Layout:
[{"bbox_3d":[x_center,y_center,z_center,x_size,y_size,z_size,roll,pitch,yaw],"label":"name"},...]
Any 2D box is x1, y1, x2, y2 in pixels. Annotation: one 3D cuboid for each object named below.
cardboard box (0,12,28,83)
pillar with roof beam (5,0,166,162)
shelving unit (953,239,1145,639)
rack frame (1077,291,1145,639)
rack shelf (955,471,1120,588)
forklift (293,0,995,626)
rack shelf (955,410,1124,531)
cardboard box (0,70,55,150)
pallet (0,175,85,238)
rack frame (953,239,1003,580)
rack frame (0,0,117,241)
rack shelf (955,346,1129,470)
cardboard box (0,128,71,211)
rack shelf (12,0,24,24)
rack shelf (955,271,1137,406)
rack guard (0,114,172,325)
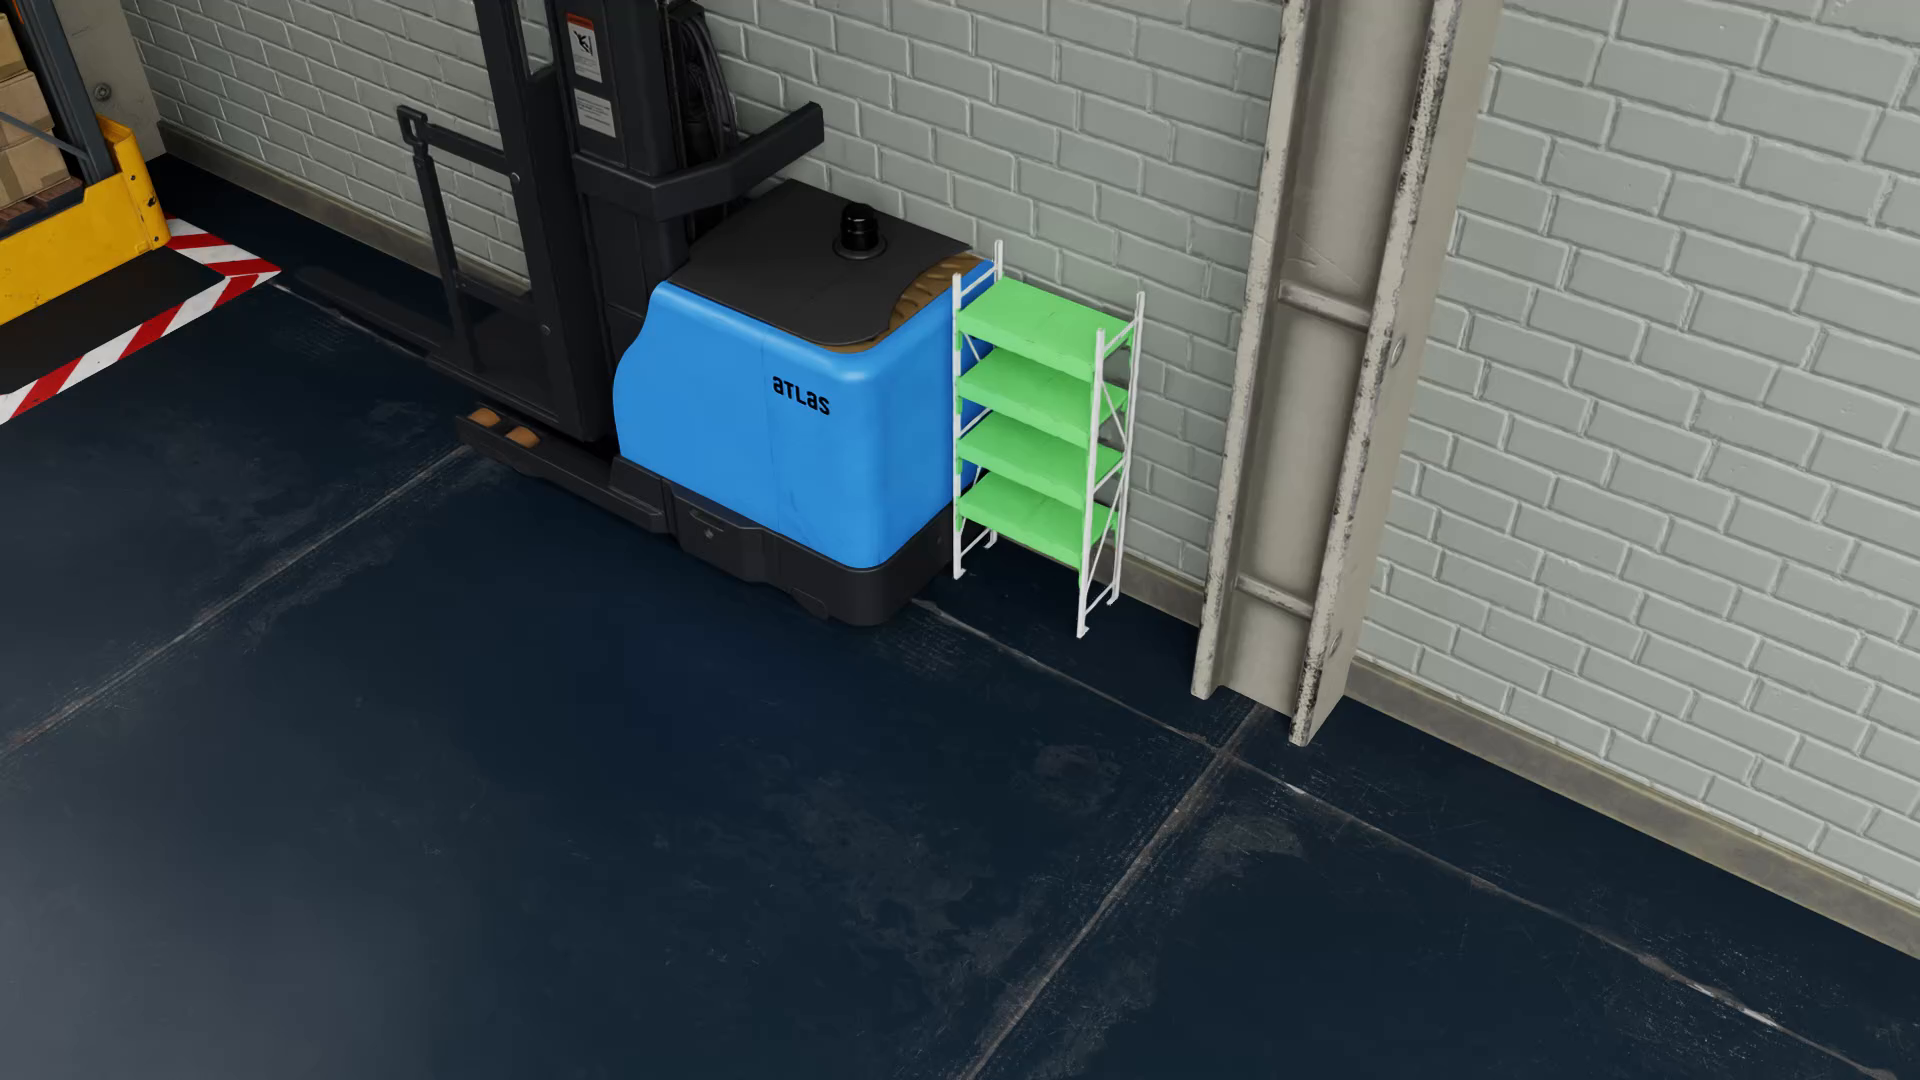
[{"bbox_3d":[-4.174,-1.977,6.708,0.500,0.250,0.500,24,47,25],"label":"cardboard box"},{"bbox_3d":[-6.414,-2.830,2.164,0.400,9.000,9.100,25,48,25],"label":"pillar with roof beam"},{"bbox_3d":[0.253,-0.288,5.172,0.503,1.200,0.258,25,47,25],"label":"shelving unit"},{"bbox_3d":[0.454,-0.195,5.068,0.015,1.200,0.240,25,47,25],"label":"rack frame"},{"bbox_3d":[0.253,-0.061,5.375,0.480,0.148,0.258,25,47,25],"label":"rack shelf"},{"bbox_3d":[-1.222,-1.597,5.337,3.031,2.935,1.130,25,47,25],"label":"forklift"},{"bbox_3d":[0.253,-0.240,5.215,0.480,0.148,0.258,25,47,25],"label":"rack shelf"},{"bbox_3d":[-4.155,-1.797,6.881,0.500,0.250,0.500,26,48,26],"label":"cardboard box"},{"bbox_3d":[-4.540,-1.416,7.174,1.213,0.211,1.003,25,48,25],"label":"pallet"},{"bbox_3d":[0.053,-0.381,5.276,0.015,1.200,0.240,25,47,25],"label":"rack frame"},{"bbox_3d":[-3.889,-2.186,5.943,0.127,3.000,1.000,25,48,25],"label":"rack frame"},{"bbox_3d":[0.253,-0.419,5.055,0.480,0.148,0.258,25,47,25],"label":"rack shelf"},{"bbox_3d":[-4.179,-1.612,7.049,0.500,0.250,0.500,25,48,25],"label":"cardboard box"},{"bbox_3d":[-5.527,-2.683,7.039,4.000,0.370,1.077,25,48,25],"label":"rack shelf"},{"bbox_3d":[0.253,-0.598,4.894,0.480,0.148,0.258,25,47,25],"label":"rack shelf"},{"bbox_3d":[-3.870,-1.245,6.766,0.348,0.500,1.175,25,48,25],"label":"rack guard"}]
